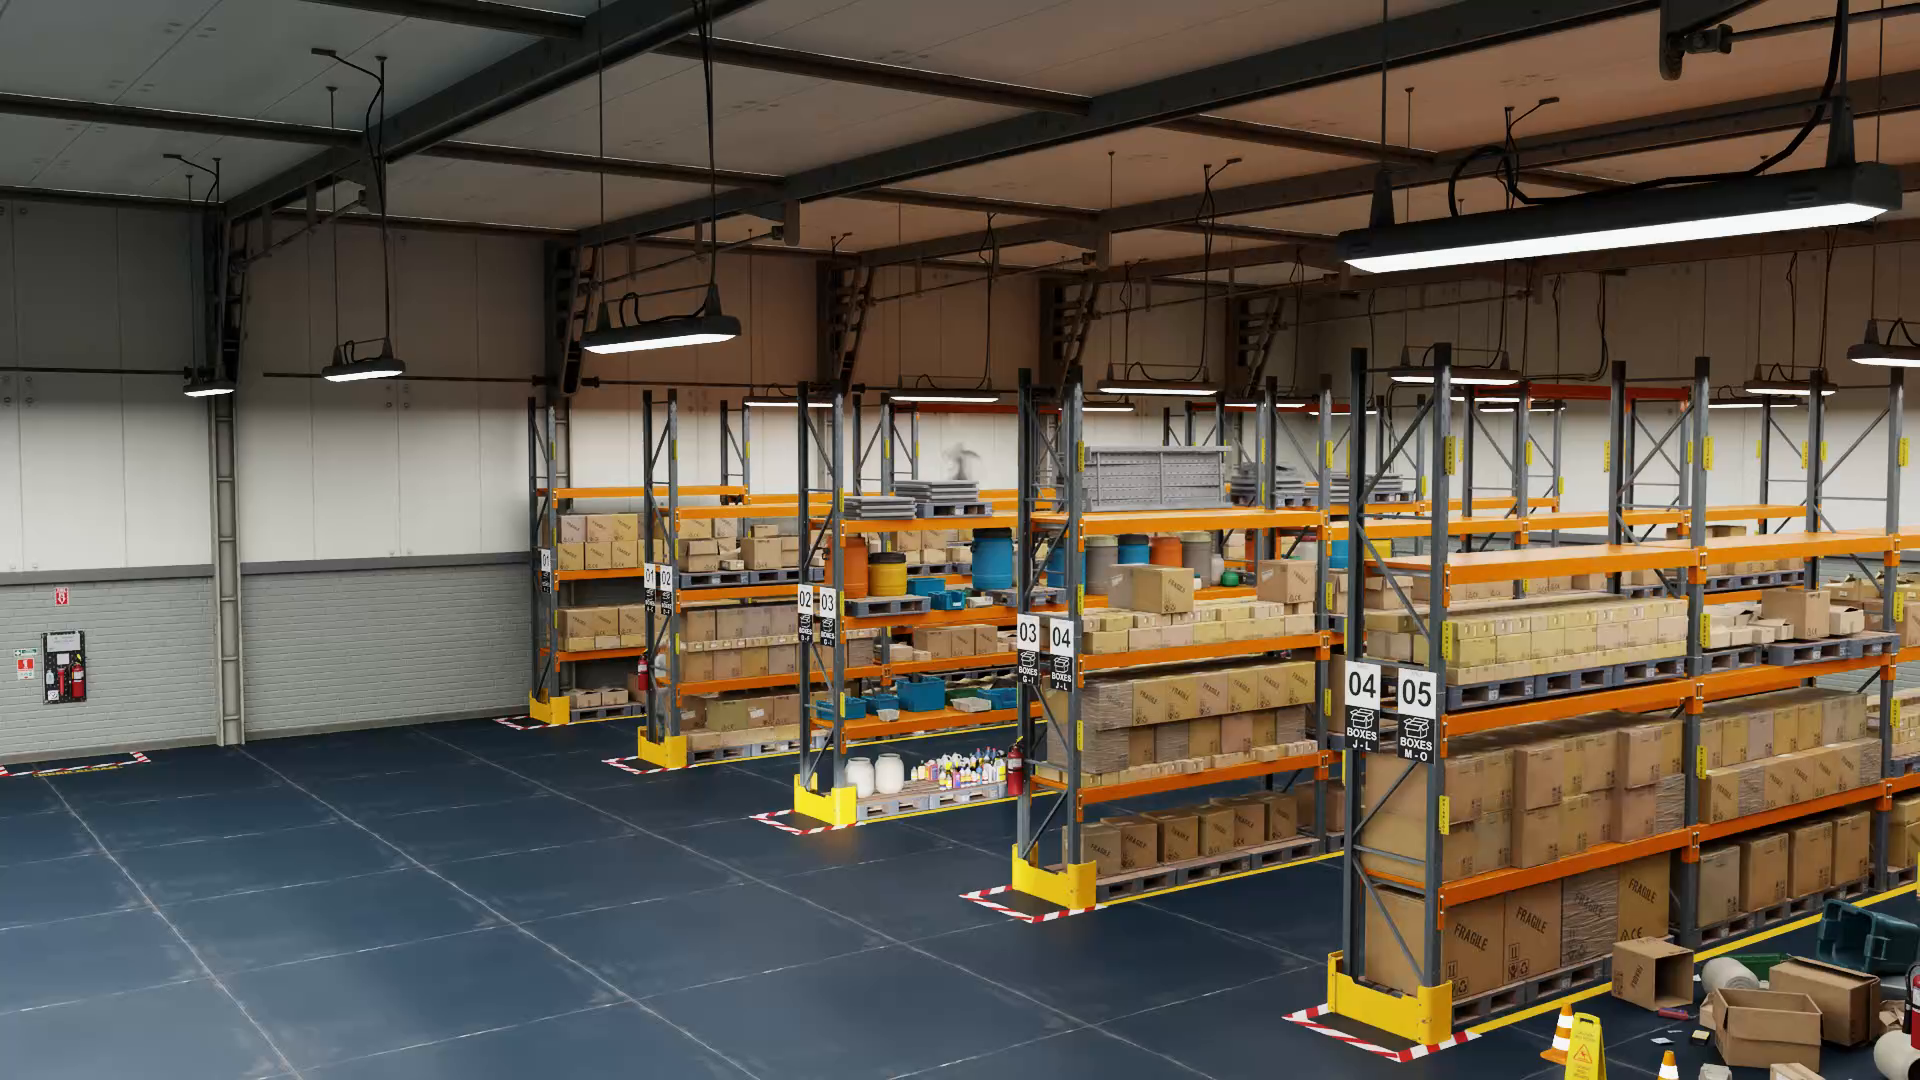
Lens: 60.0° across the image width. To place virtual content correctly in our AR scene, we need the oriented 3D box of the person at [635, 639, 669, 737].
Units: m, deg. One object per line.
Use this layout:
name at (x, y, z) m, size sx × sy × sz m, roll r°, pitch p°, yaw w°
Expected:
person at (-5.292, 2.581, 28.890) m, size 0.733 × 1.732 × 0.619 m, roll 3°, pitch 5°, yaw 42°
